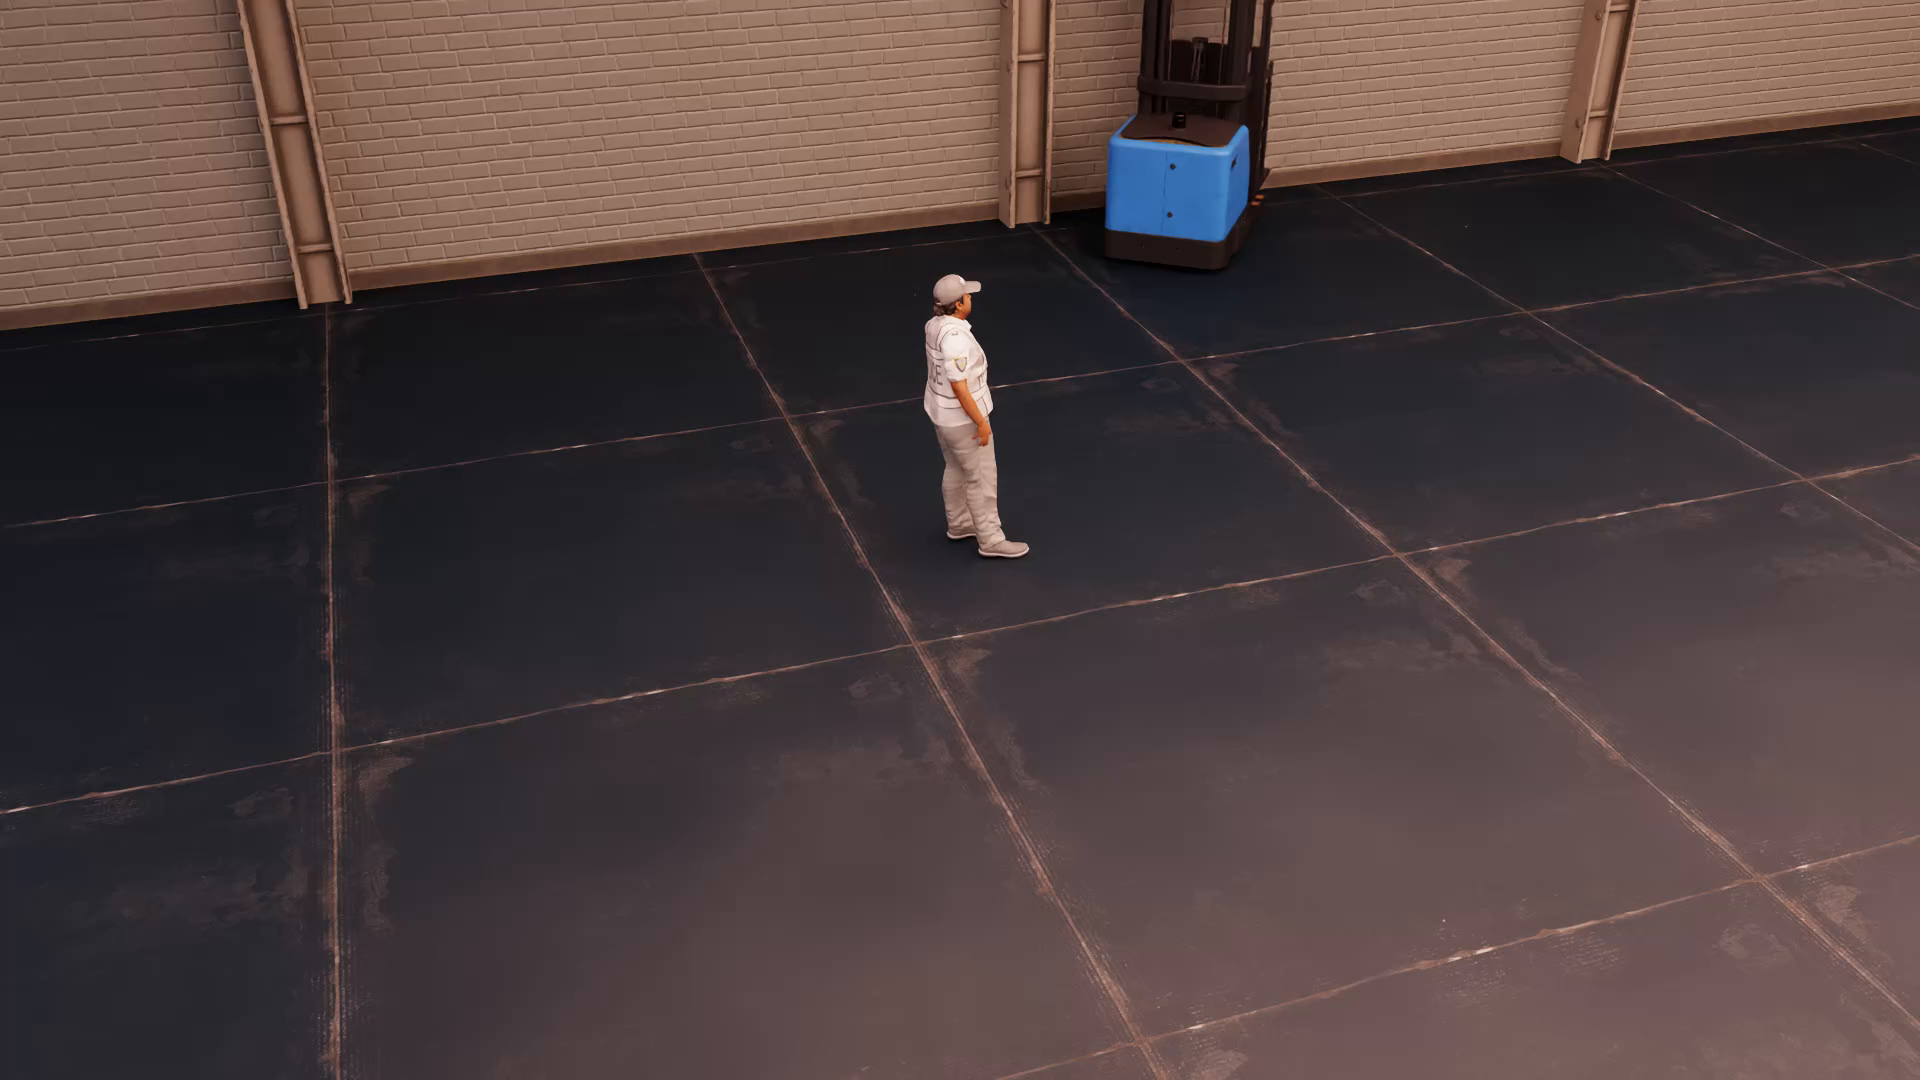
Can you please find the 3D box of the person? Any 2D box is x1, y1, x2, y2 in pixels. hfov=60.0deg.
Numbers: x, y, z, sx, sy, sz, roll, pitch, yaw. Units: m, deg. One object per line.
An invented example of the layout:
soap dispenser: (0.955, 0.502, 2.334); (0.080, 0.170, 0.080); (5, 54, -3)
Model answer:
person: (0.080, -0.730, 9.609); (0.529, 1.670, 0.598); (-10, 31, -16)

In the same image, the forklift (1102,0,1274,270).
forklift: (2.172, -4.229, 14.437); (1.130, 2.935, 3.031); (10, 31, 17)
